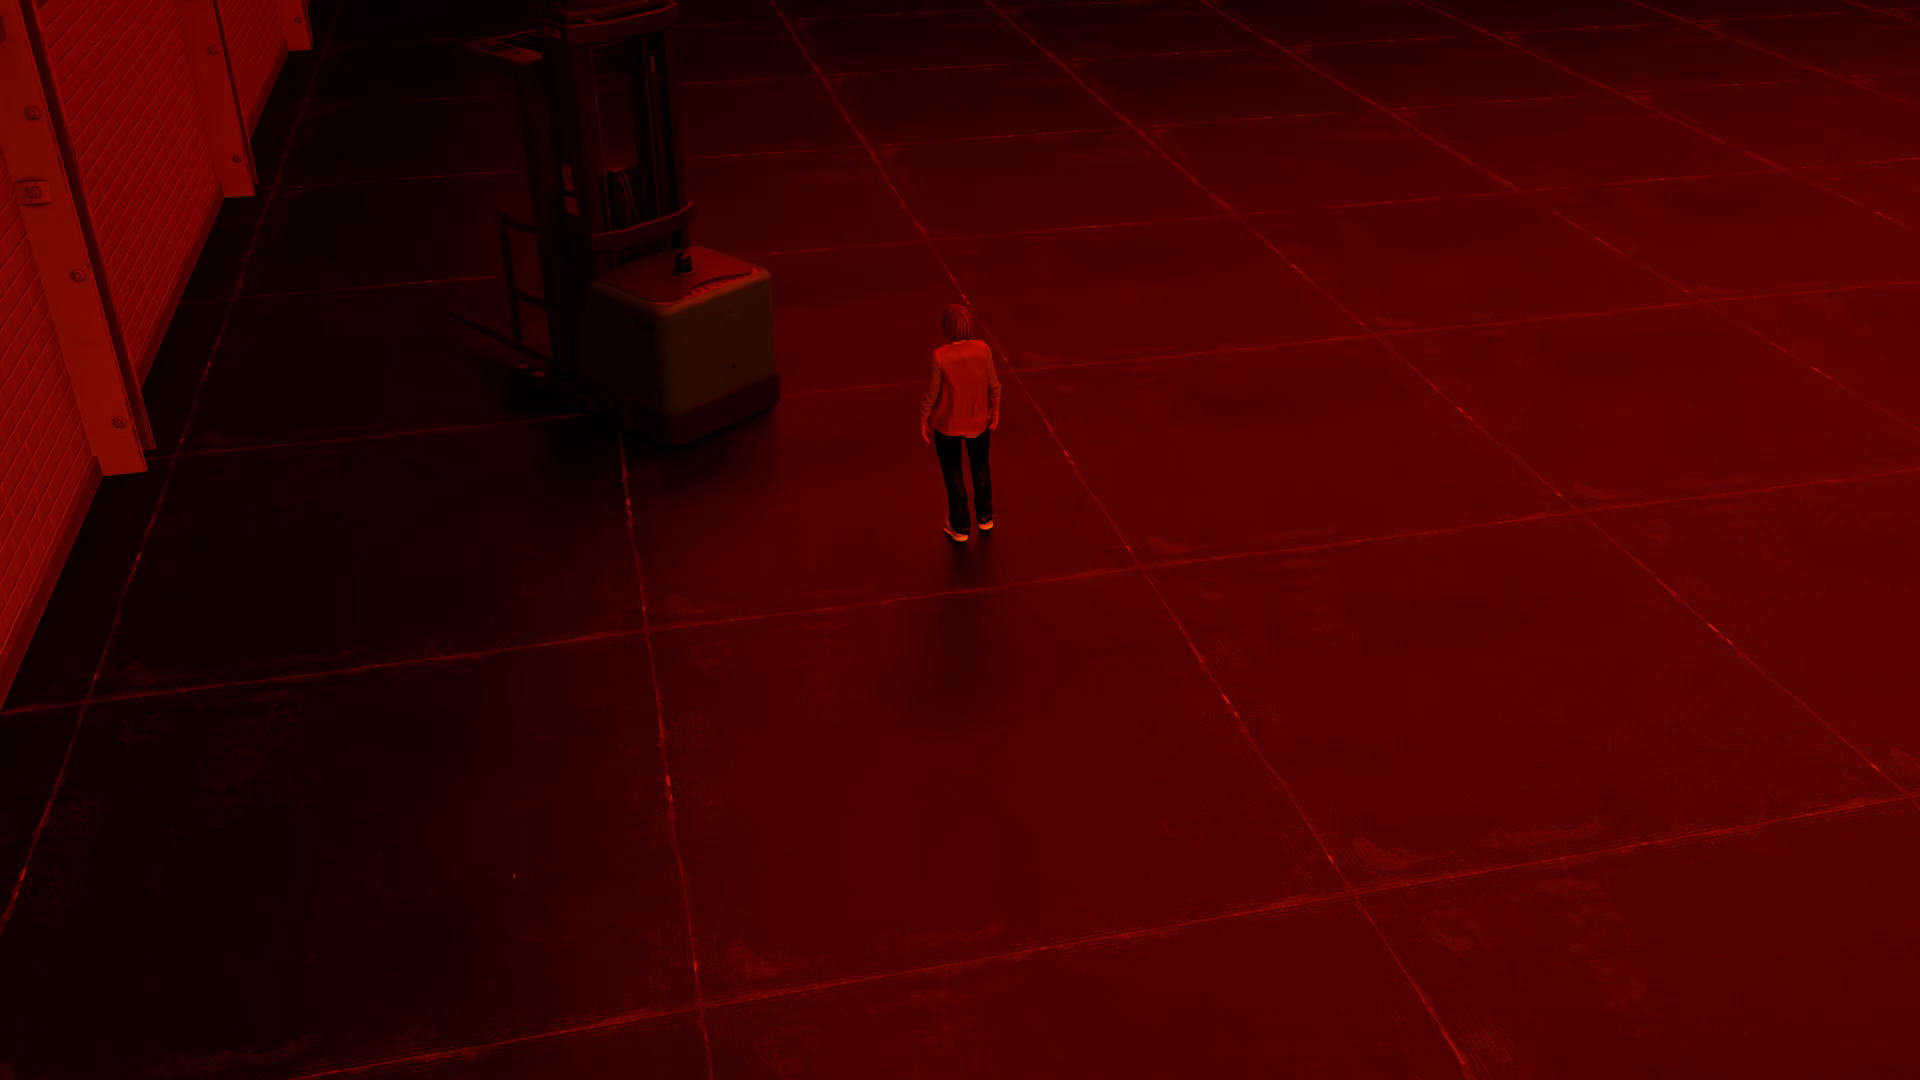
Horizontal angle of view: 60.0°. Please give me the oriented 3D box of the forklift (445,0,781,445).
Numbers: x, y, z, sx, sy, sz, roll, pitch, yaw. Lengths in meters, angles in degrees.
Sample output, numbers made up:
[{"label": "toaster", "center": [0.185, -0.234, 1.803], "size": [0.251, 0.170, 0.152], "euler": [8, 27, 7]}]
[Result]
[{"label": "forklift", "center": [-2.744, -2.536, 11.956], "size": [3.031, 2.935, 1.130], "euler": [24, 38, 35]}]

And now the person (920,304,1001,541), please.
[{"label": "person", "center": [-0.004, -0.735, 10.161], "size": [0.520, 1.596, 0.476], "euler": [-7, 31, -12]}]
